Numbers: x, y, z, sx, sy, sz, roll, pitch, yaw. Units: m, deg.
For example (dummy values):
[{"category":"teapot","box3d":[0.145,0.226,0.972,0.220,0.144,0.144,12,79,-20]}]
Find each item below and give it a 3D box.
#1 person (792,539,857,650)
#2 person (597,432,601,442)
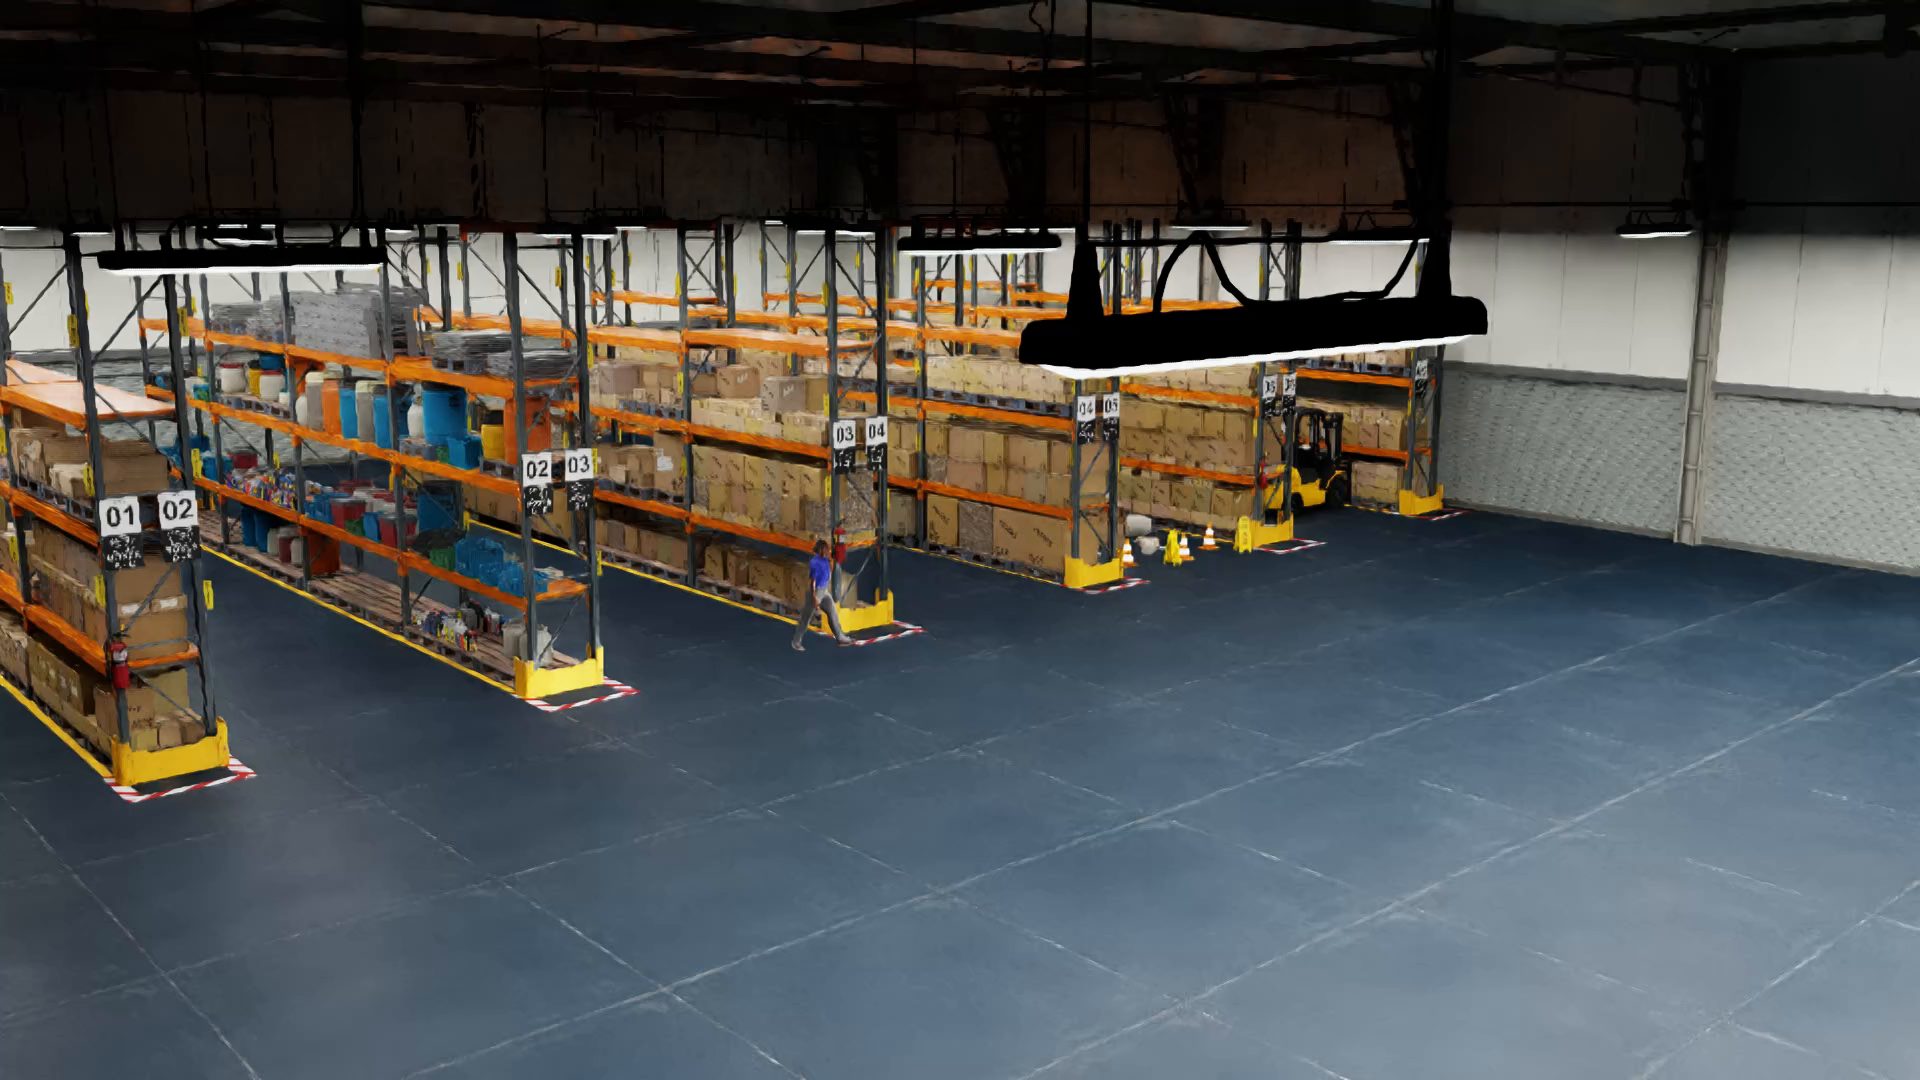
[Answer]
[{"category":"person","box3d":[-1.979,0.773,23.875,0.864,1.611,0.592,5,12,23]},{"category":"person","box3d":[-7.541,-1.411,34.472,0.563,1.707,1.127,-11,16,-42]}]
